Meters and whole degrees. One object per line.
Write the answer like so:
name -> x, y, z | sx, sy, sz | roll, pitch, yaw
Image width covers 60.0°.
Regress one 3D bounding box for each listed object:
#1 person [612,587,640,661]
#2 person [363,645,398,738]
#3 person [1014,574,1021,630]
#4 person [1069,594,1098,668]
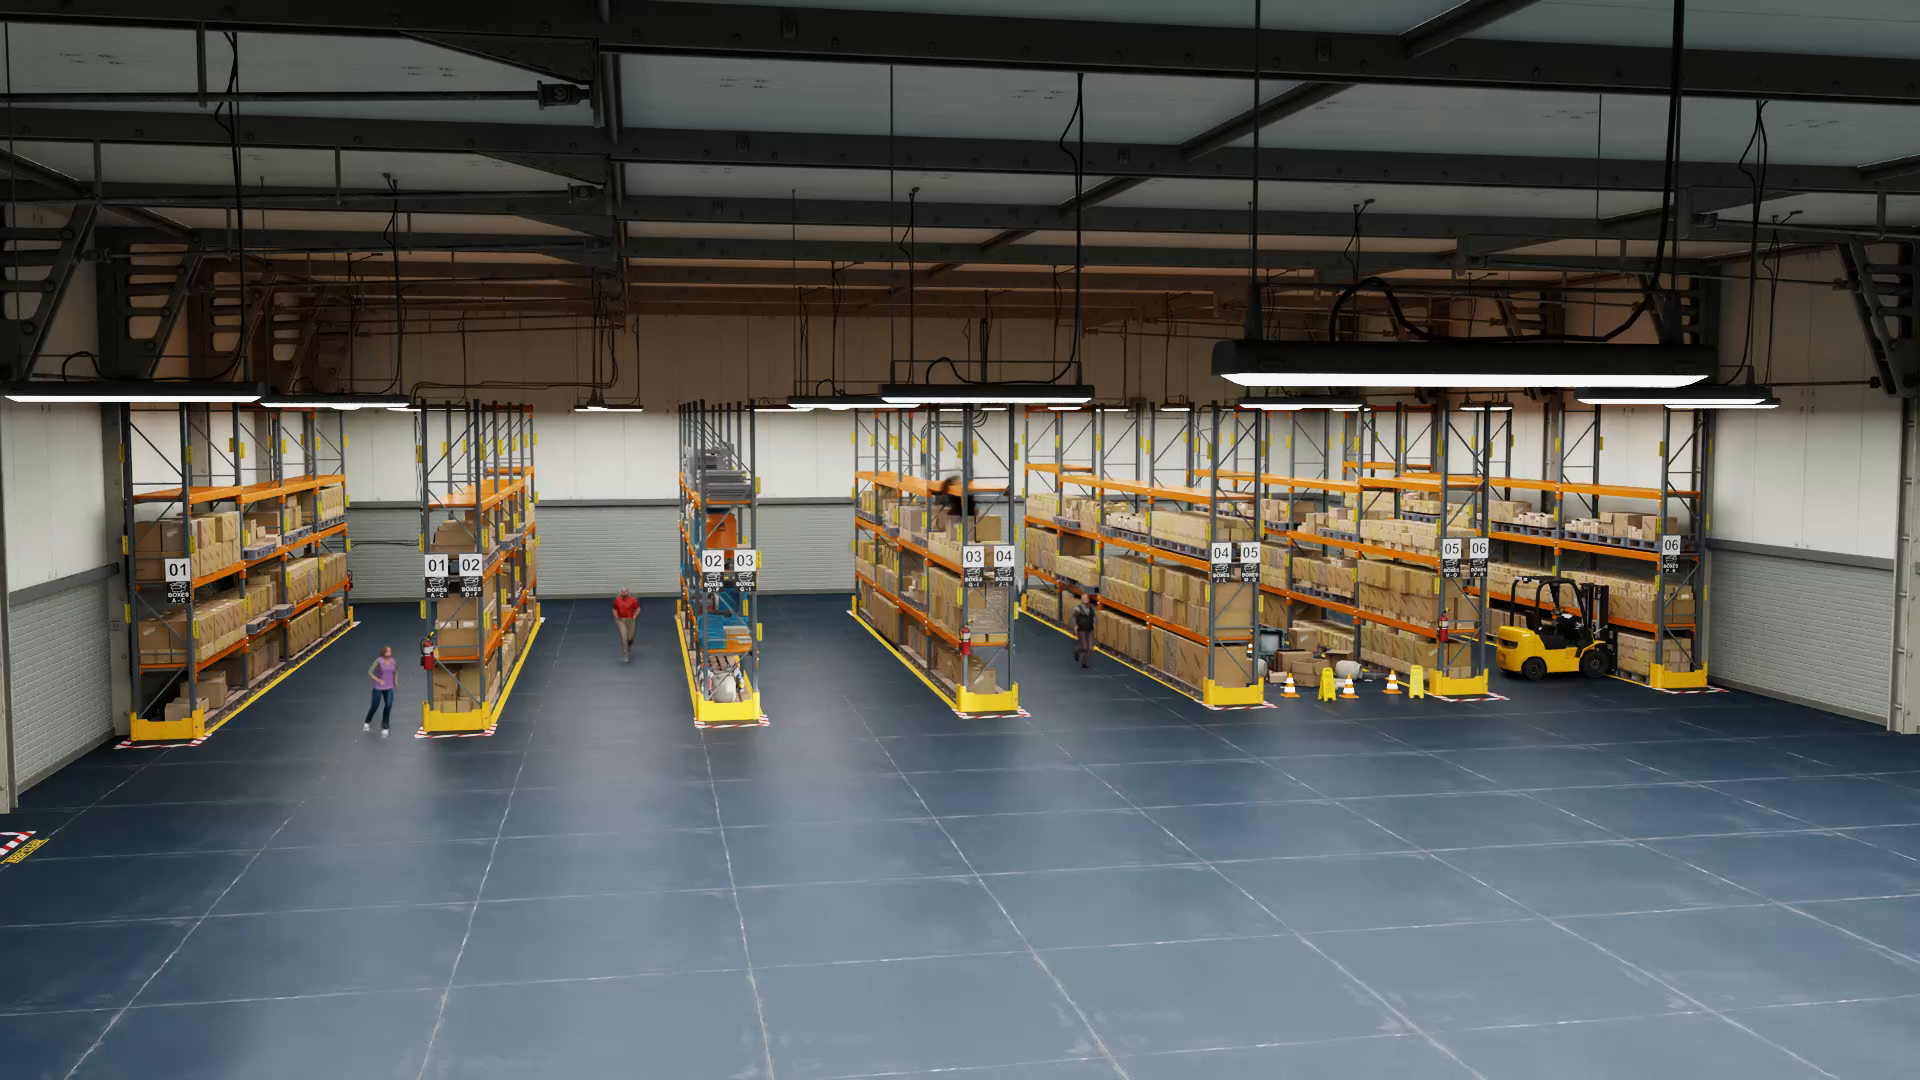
person -> -7.811, 1.951, 38.930 | 0.657, 1.717, 0.719 | -1, 4, -9
person -> -10.304, 2.683, 29.758 | 0.609, 1.589, 0.817 | -3, 5, -37
person -> 1.341, 1.504, 44.743 | 0.620, 1.723, 0.926 | 0, 4, -5
person -> 2.819, 2.062, 37.511 | 0.658, 1.676, 0.583 | -1, 5, -19
